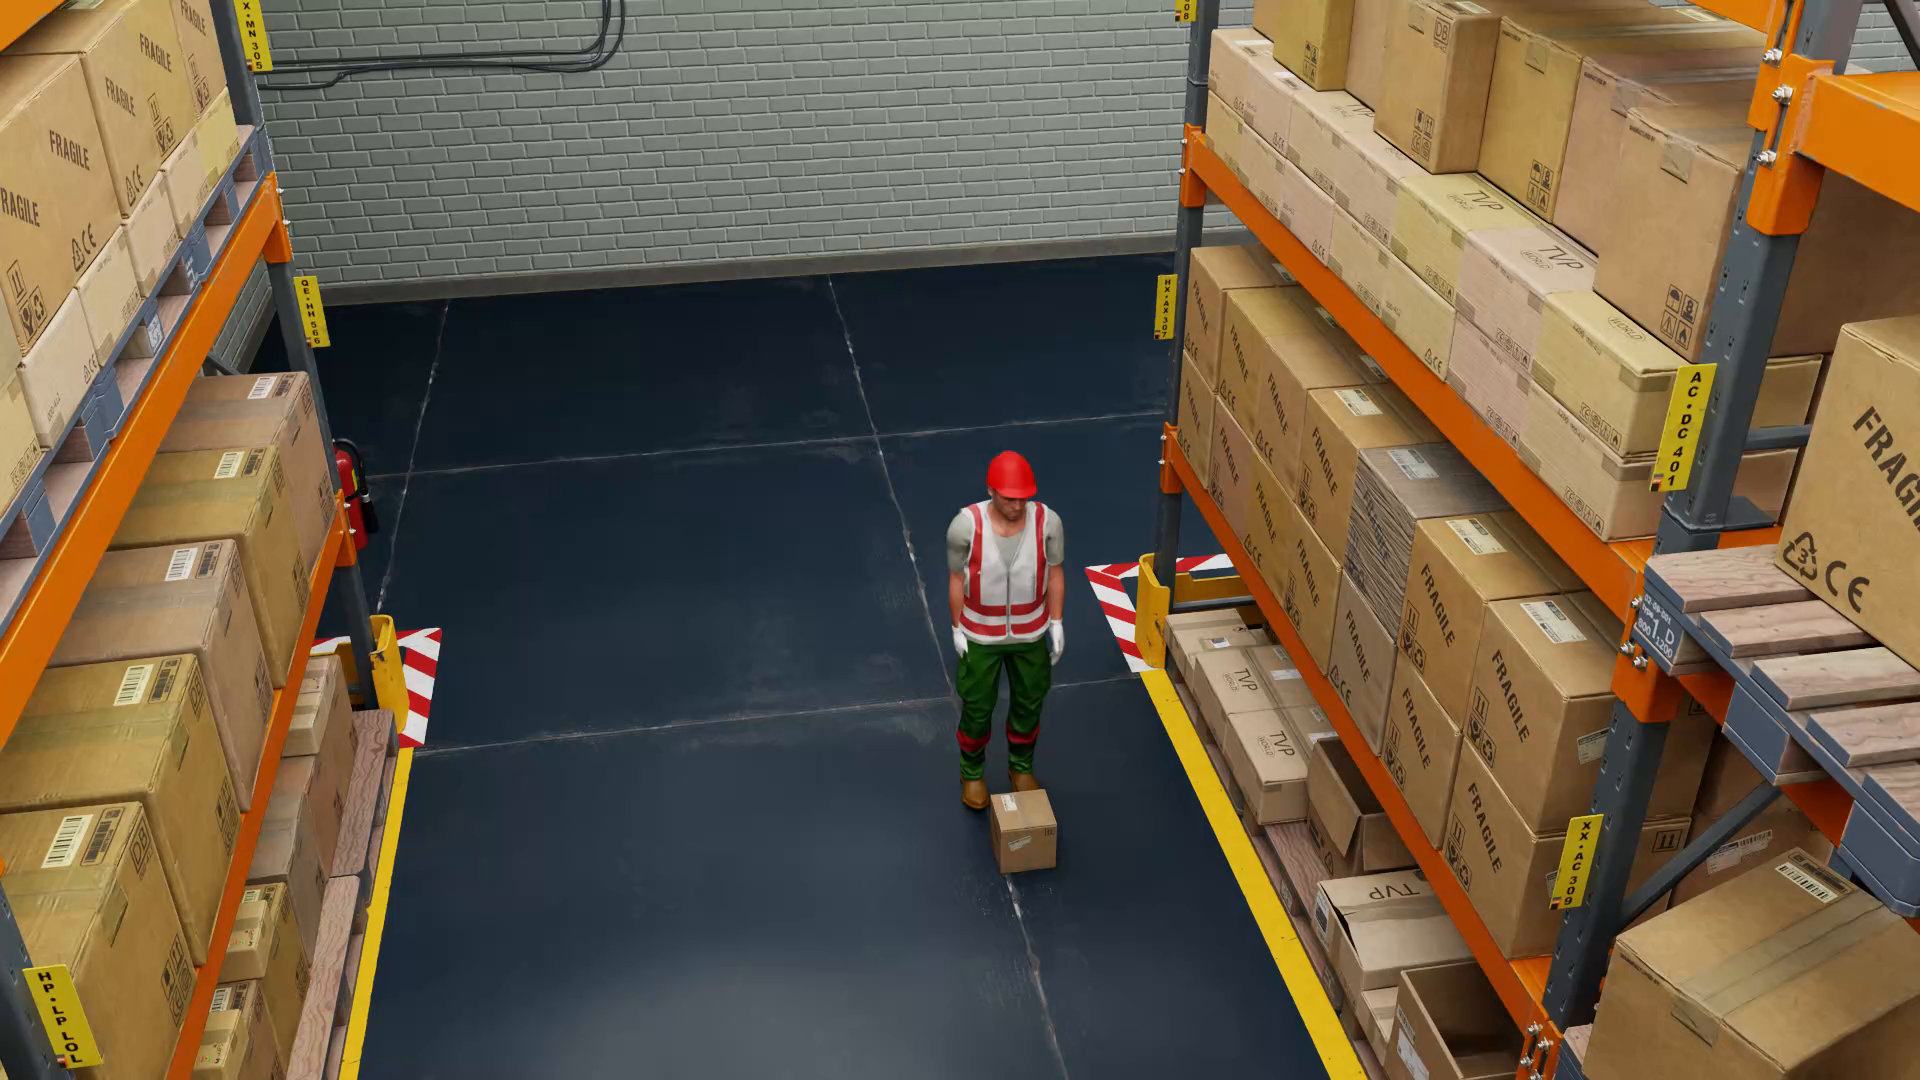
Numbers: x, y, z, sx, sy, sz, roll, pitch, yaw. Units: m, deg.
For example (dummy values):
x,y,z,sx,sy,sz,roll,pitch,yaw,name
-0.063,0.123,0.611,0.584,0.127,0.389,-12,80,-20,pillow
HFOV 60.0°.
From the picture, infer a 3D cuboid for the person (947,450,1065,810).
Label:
x,y,z,sx,sy,sz,roll,pitch,yaw,name
0.208,0.405,7.431,0.527,1.780,0.348,-5,31,-8,person
